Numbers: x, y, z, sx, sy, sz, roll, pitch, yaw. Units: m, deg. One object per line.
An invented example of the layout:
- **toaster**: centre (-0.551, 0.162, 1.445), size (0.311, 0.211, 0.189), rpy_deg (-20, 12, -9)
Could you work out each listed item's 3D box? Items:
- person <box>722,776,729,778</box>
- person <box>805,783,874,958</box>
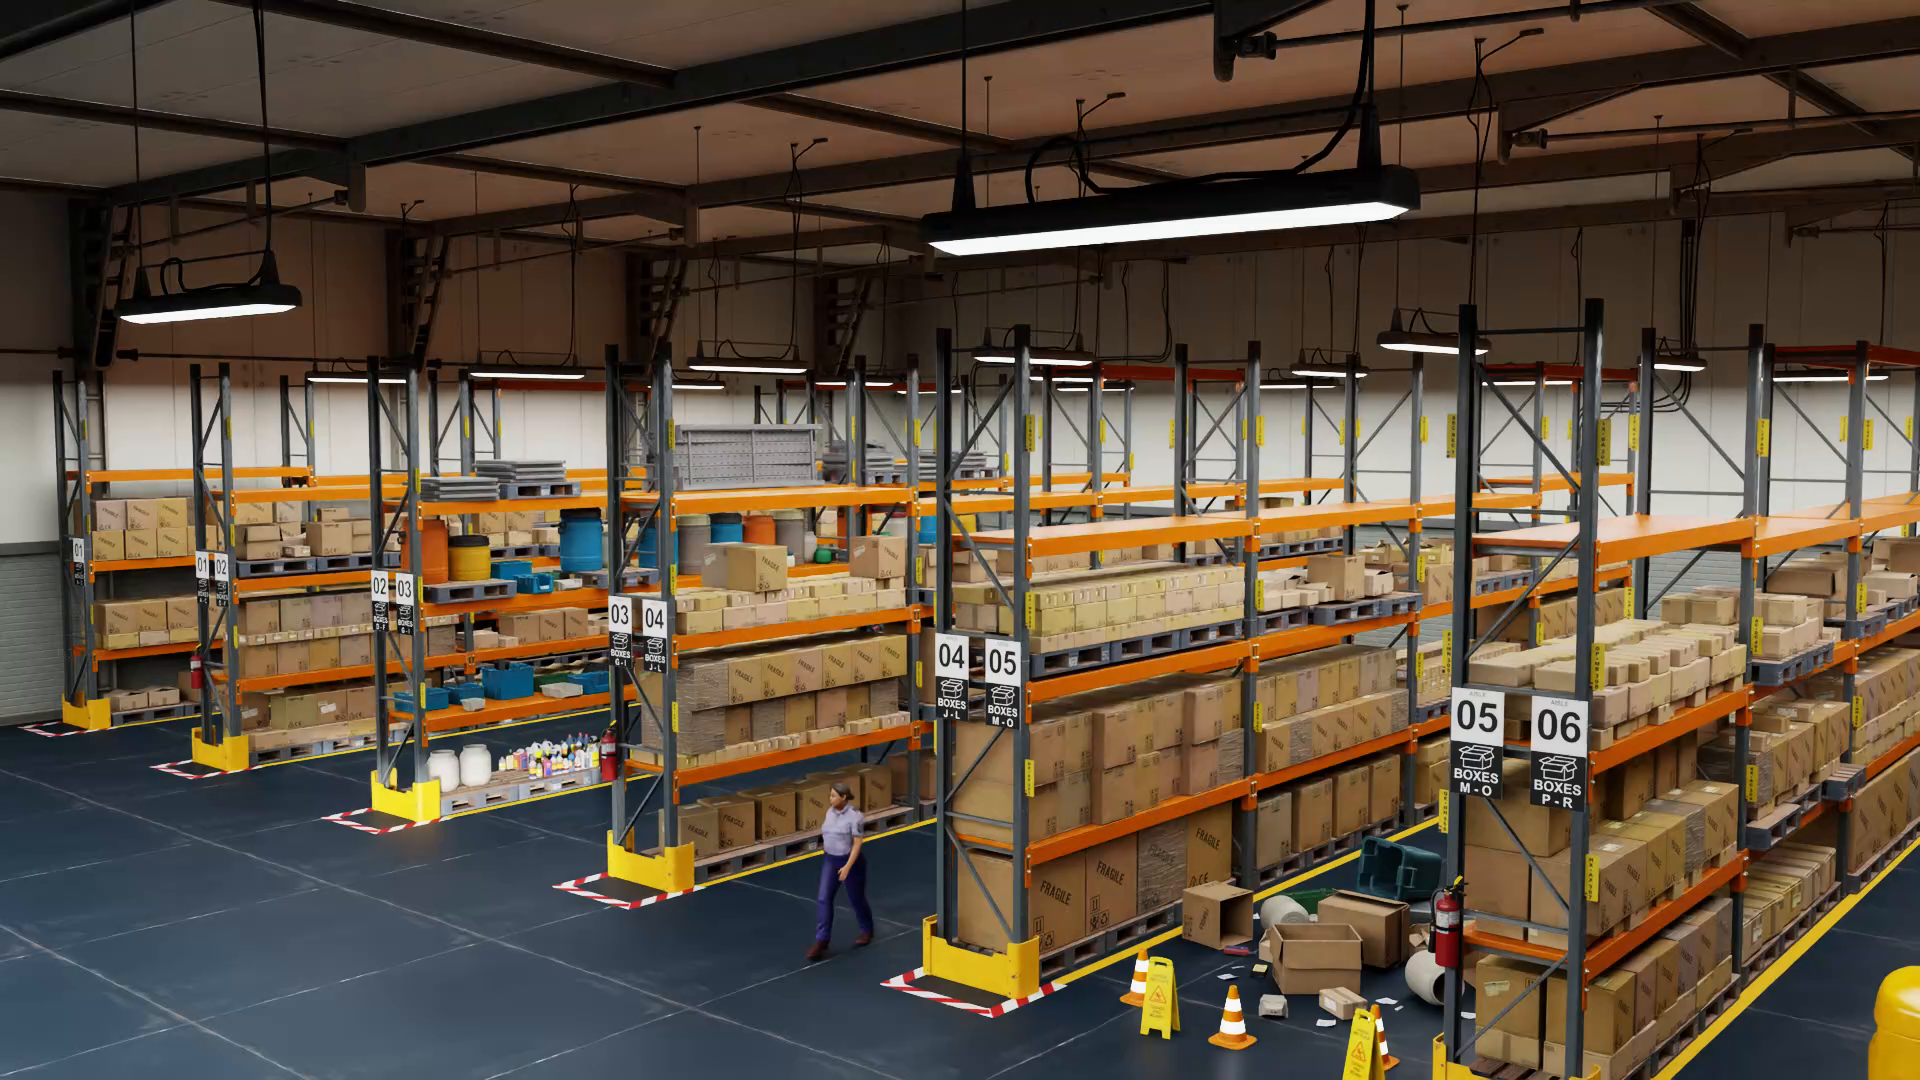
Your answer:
- **person**: centre (-3.340, 2.635, 24.255), size (0.614, 1.713, 0.642), rpy_deg (0, 4, -7)
- **person**: centre (-1.177, 3.171, 16.161), size (0.507, 1.612, 0.870), rpy_deg (3, 5, 32)
